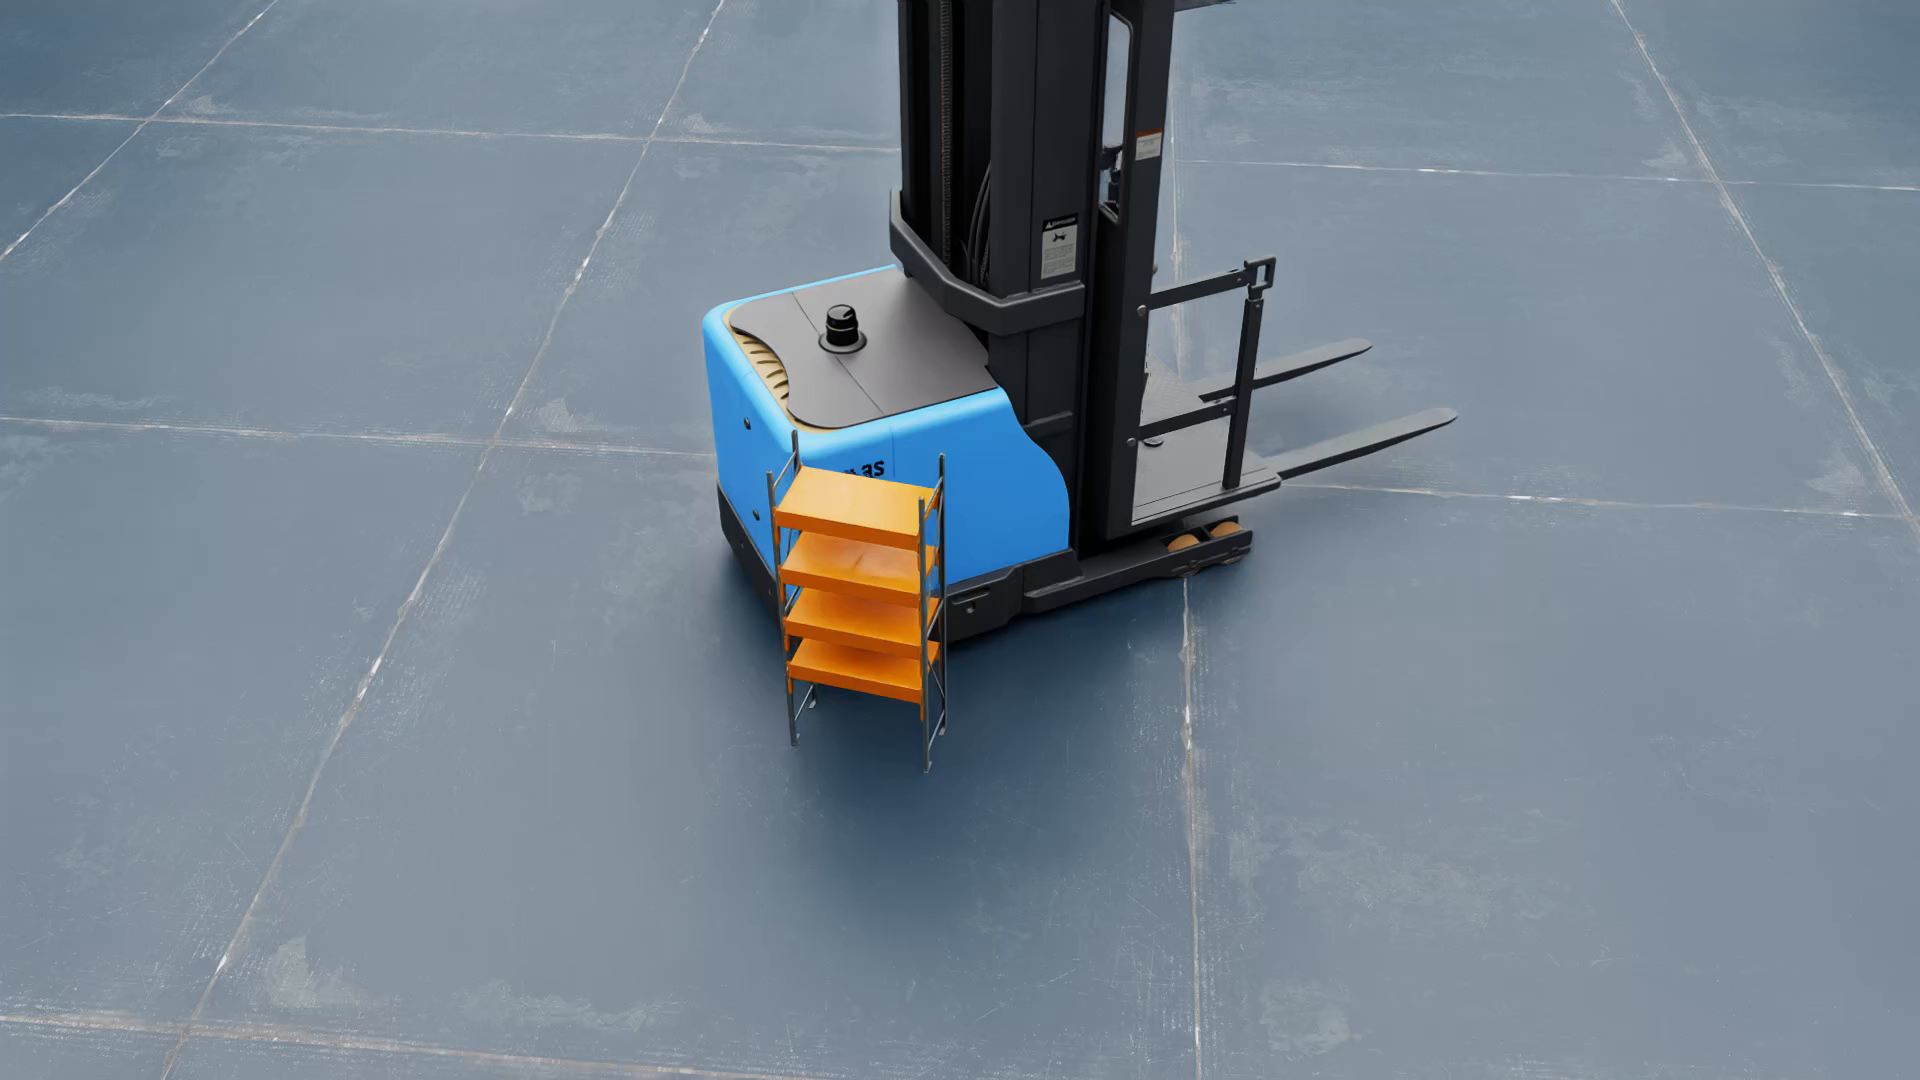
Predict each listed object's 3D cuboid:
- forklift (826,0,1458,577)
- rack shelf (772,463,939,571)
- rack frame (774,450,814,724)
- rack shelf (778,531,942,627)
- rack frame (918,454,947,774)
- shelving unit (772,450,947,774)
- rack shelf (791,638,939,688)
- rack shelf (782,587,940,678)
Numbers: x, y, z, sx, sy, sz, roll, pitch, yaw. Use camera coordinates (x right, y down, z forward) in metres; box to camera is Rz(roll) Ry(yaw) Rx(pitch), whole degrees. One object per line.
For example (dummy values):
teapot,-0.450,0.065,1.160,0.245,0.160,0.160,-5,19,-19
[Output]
forklift,0.601,-1.274,5.994,3.031,2.935,1.121,-16,42,-19
rack shelf,-0.321,-0.077,5.271,0.480,0.148,0.258,10,40,12
rack frame,-0.556,0.186,5.571,0.006,1.046,0.228,10,40,12
rack shelf,-0.321,0.107,5.421,0.480,0.148,0.258,10,40,12
rack frame,-0.086,0.270,5.467,0.015,1.200,0.240,10,40,12
shelving unit,-0.319,0.228,5.519,0.499,1.200,0.258,10,40,12
rack shelf,-0.321,0.393,5.653,0.457,0.021,0.221,10,40,12
rack shelf,-0.321,0.280,5.562,0.480,0.148,0.258,10,40,12
